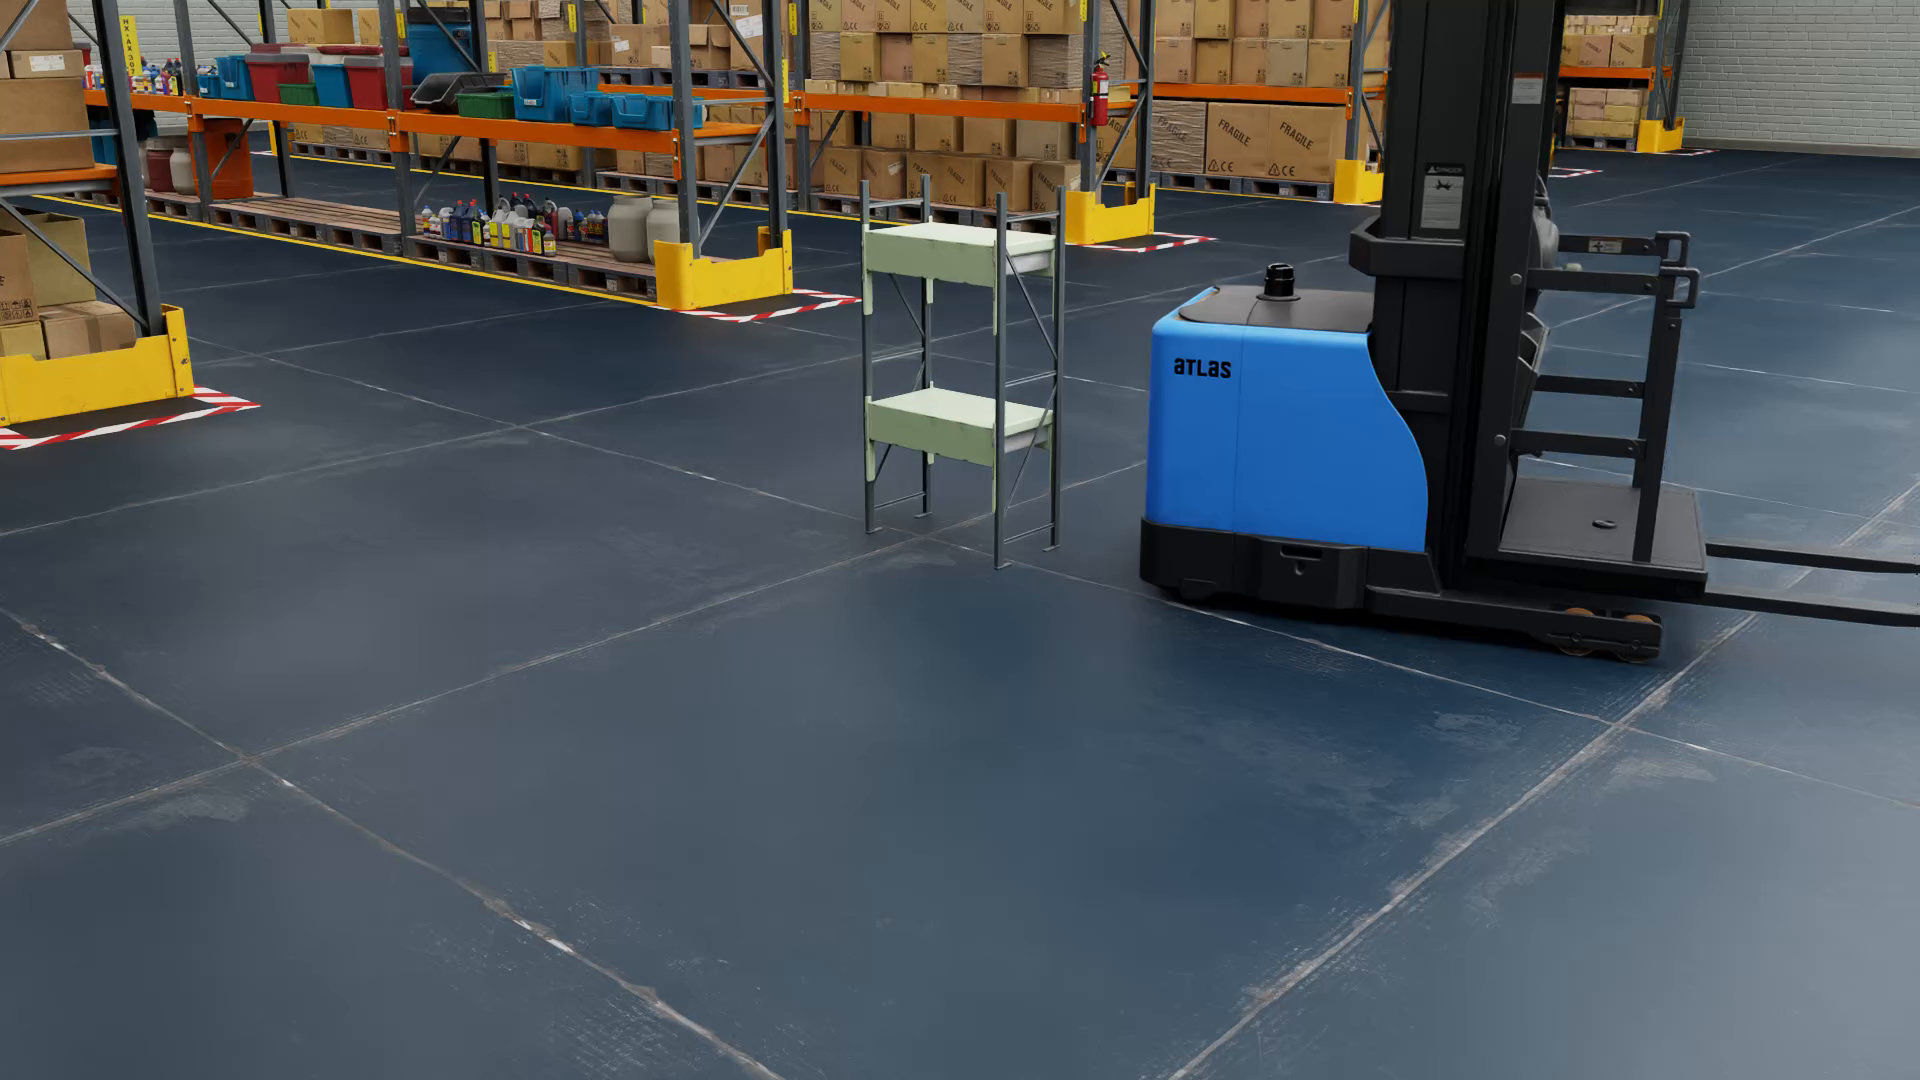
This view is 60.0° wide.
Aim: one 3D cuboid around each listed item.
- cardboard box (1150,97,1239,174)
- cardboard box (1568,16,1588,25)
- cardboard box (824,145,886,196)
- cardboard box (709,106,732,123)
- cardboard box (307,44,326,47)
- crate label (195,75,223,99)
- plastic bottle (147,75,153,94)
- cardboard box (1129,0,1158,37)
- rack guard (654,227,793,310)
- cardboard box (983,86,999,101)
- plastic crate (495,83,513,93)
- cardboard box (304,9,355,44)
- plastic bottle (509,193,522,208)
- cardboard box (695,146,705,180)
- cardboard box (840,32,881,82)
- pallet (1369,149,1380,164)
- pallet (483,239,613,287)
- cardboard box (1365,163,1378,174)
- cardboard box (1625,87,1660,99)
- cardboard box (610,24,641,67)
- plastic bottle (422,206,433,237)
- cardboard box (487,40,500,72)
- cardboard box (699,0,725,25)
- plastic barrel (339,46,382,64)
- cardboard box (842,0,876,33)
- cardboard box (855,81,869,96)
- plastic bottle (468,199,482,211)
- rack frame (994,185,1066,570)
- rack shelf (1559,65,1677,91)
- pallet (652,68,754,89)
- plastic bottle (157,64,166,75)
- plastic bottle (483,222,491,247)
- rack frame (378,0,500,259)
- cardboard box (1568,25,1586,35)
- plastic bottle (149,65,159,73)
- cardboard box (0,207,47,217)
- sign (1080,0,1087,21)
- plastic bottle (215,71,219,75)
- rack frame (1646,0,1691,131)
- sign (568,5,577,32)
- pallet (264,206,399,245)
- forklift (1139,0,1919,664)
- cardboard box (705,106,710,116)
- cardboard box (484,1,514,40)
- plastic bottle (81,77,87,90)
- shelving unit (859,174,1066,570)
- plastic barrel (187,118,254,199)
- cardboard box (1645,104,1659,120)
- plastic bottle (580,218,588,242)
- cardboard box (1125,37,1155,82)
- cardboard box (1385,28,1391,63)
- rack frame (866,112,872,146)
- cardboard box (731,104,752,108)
[{"bbox_3d":[3.016,-5.213,21.397,0.875,0.875,0.875,15,23,40],"label":"cardboard box"},{"bbox_3d":[10.177,-8.515,27.253,0.250,0.149,0.380,16,23,41],"label":"cardboard box"},{"bbox_3d":[-1.180,-4.165,18.716,0.500,0.500,0.500,14,22,38],"label":"cardboard box"},{"bbox_3d":[-3.691,-6.755,26.874,0.500,0.500,0.500,16,24,41],"label":"cardboard box"},{"bbox_3d":[-9.481,-7.364,25.112,0.500,0.250,0.500,14,22,37],"label":"cardboard box"},{"bbox_3d":[-7.665,-4.679,17.174,0.416,0.233,0.303,15,23,39],"label":"crate label"},{"bbox_3d":[-8.783,-4.951,18.081,0.097,0.201,0.097,0,18,0],"label":"plastic bottle"},{"bbox_3d":[2.657,-6.768,21.446,0.550,0.550,0.875,15,23,39],"label":"cardboard box"},{"bbox_3d":[-1.836,-2.135,13.014,0.348,0.500,1.175,15,23,39],"label":"rack guard"},{"bbox_3d":[0.445,-4.536,16.860,0.250,0.149,0.380,15,23,39],"label":"cardboard box"},{"bbox_3d":[-3.732,-3.894,14.668,0.616,0.251,0.499,15,23,39],"label":"plastic crate"},{"bbox_3d":[-9.482,-7.723,25.003,0.500,0.500,0.500,14,23,38],"label":"cardboard box"},{"bbox_3d":[-4.067,-3.008,15.284,0.185,0.351,0.144,14,23,38],"label":"plastic bottle"},{"bbox_3d":[-3.078,-4.717,20.420,0.700,0.500,0.500,-16,24,-41],"label":"cardboard box"},{"bbox_3d":[-0.806,-5.223,17.953,0.500,0.500,0.875,15,23,39],"label":"cardboard box"},{"bbox_3d":[6.568,-5.787,24.998,1.213,0.211,1.003,15,23,39],"label":"pallet"},{"bbox_3d":[-3.349,-2.407,14.347,1.213,0.211,1.003,15,23,39],"label":"pallet"},{"bbox_3d":[5.797,-5.132,23.037,0.380,0.149,0.250,-6,18,-18],"label":"cardboard box"},{"bbox_3d":[11.175,-7.314,27.398,0.500,0.250,0.500,15,23,38],"label":"cardboard box"},{"bbox_3d":[-4.014,-6.198,20.822,0.500,0.500,0.500,12,21,33],"label":"cardboard box"},{"bbox_3d":[-4.793,-2.871,14.984,0.097,0.271,0.097,0,18,0],"label":"plastic bottle"},{"bbox_3d":[-6.117,-6.447,22.302,0.500,0.500,0.500,16,23,40],"label":"cardboard box"},{"bbox_3d":[-4.244,-8.766,27.464,0.500,0.500,0.500,16,23,41],"label":"cardboard box"},{"bbox_3d":[-5.859,-4.579,16.357,0.433,0.535,0.433,0,18,0],"label":"plastic barrel"},{"bbox_3d":[-0.910,-5.664,17.690,0.500,0.500,0.500,15,23,39],"label":"cardboard box"},{"bbox_3d":[-0.914,-4.870,17.913,0.250,0.149,0.380,15,23,39],"label":"cardboard box"},{"bbox_3d":[-4.316,-2.849,14.782,0.185,0.351,0.144,15,23,39],"label":"plastic bottle"},{"bbox_3d":[0.279,-0.640,6.649,0.023,1.500,0.400,15,23,39],"label":"rack frame"},{"bbox_3d":[9.913,-7.867,28.132,4.000,0.370,1.077,15,23,39],"label":"rack shelf"},{"bbox_3d":[-2.936,-5.570,20.019,1.213,0.211,1.003,15,23,39],"label":"pallet"},{"bbox_3d":[-9.290,-5.418,19.431,0.135,0.276,0.152,15,23,39],"label":"plastic bottle"},{"bbox_3d":[-4.074,-2.645,14.387,0.097,0.201,0.097,0,18,0],"label":"plastic bottle"},{"bbox_3d":[-4.740,-4.125,15.152,0.127,3.000,1.000,15,23,39],"label":"rack frame"},{"bbox_3d":[10.191,-8.378,27.313,0.250,0.149,0.380,14,22,38],"label":"cardboard box"},{"bbox_3d":[-9.358,-5.384,19.331,0.097,0.271,0.097,0,18,0],"label":"plastic bottle"},{"bbox_3d":[-6.050,-1.805,10.451,0.500,0.500,0.500,15,23,39],"label":"cardboard box"},{"bbox_3d":[1.156,-5.024,15.546,0.005,0.325,0.100,15,23,39],"label":"sign"},{"bbox_3d":[-8.187,-5.122,18.498,0.135,0.276,0.152,15,23,39],"label":"plastic bottle"},{"bbox_3d":[11.409,-7.809,26.758,0.127,3.000,1.000,15,23,39],"label":"rack frame"},{"bbox_3d":[-4.810,-6.475,20.641,0.005,0.325,0.100,15,23,39],"label":"sign"},{"bbox_3d":[-6.270,-3.190,16.815,1.213,0.211,1.003,15,23,39],"label":"pallet"},{"bbox_3d":[2.264,-1.151,5.892,3.031,2.935,1.130,7,19,20],"label":"forklift"},{"bbox_3d":[-4.188,-7.195,27.860,0.250,0.149,0.380,16,24,41],"label":"cardboard box"},{"bbox_3d":[-5.972,-6.990,22.355,0.637,0.503,0.797,16,24,41],"label":"cardboard box"},{"bbox_3d":[-10.068,-5.328,19.133,0.133,0.283,0.061,15,23,39],"label":"plastic bottle"},{"bbox_3d":[0.005,-0.714,6.881,0.755,1.500,0.431,15,23,39],"label":"shelving unit"},{"bbox_3d":[-8.109,-4.189,18.245,0.708,0.830,0.600,15,23,39],"label":"plastic barrel"},{"bbox_3d":[11.195,-7.078,27.480,0.500,0.250,0.500,16,23,40],"label":"cardboard box"},{"bbox_3d":[-3.303,-2.742,14.690,0.097,0.201,0.097,0,18,0],"label":"plastic bottle"},{"bbox_3d":[2.626,-6.243,21.576,0.550,0.550,0.875,15,23,39],"label":"cardboard box"},{"bbox_3d":[6.419,-7.230,24.277,0.500,0.500,0.500,15,23,40],"label":"cardboard box"},{"bbox_3d":[-1.076,-7.151,24.686,0.127,3.000,1.000,15,23,39],"label":"rack frame"},{"bbox_3d":[-3.291,-7.006,26.426,0.500,0.250,0.500,16,24,41],"label":"cardboard box"}]
